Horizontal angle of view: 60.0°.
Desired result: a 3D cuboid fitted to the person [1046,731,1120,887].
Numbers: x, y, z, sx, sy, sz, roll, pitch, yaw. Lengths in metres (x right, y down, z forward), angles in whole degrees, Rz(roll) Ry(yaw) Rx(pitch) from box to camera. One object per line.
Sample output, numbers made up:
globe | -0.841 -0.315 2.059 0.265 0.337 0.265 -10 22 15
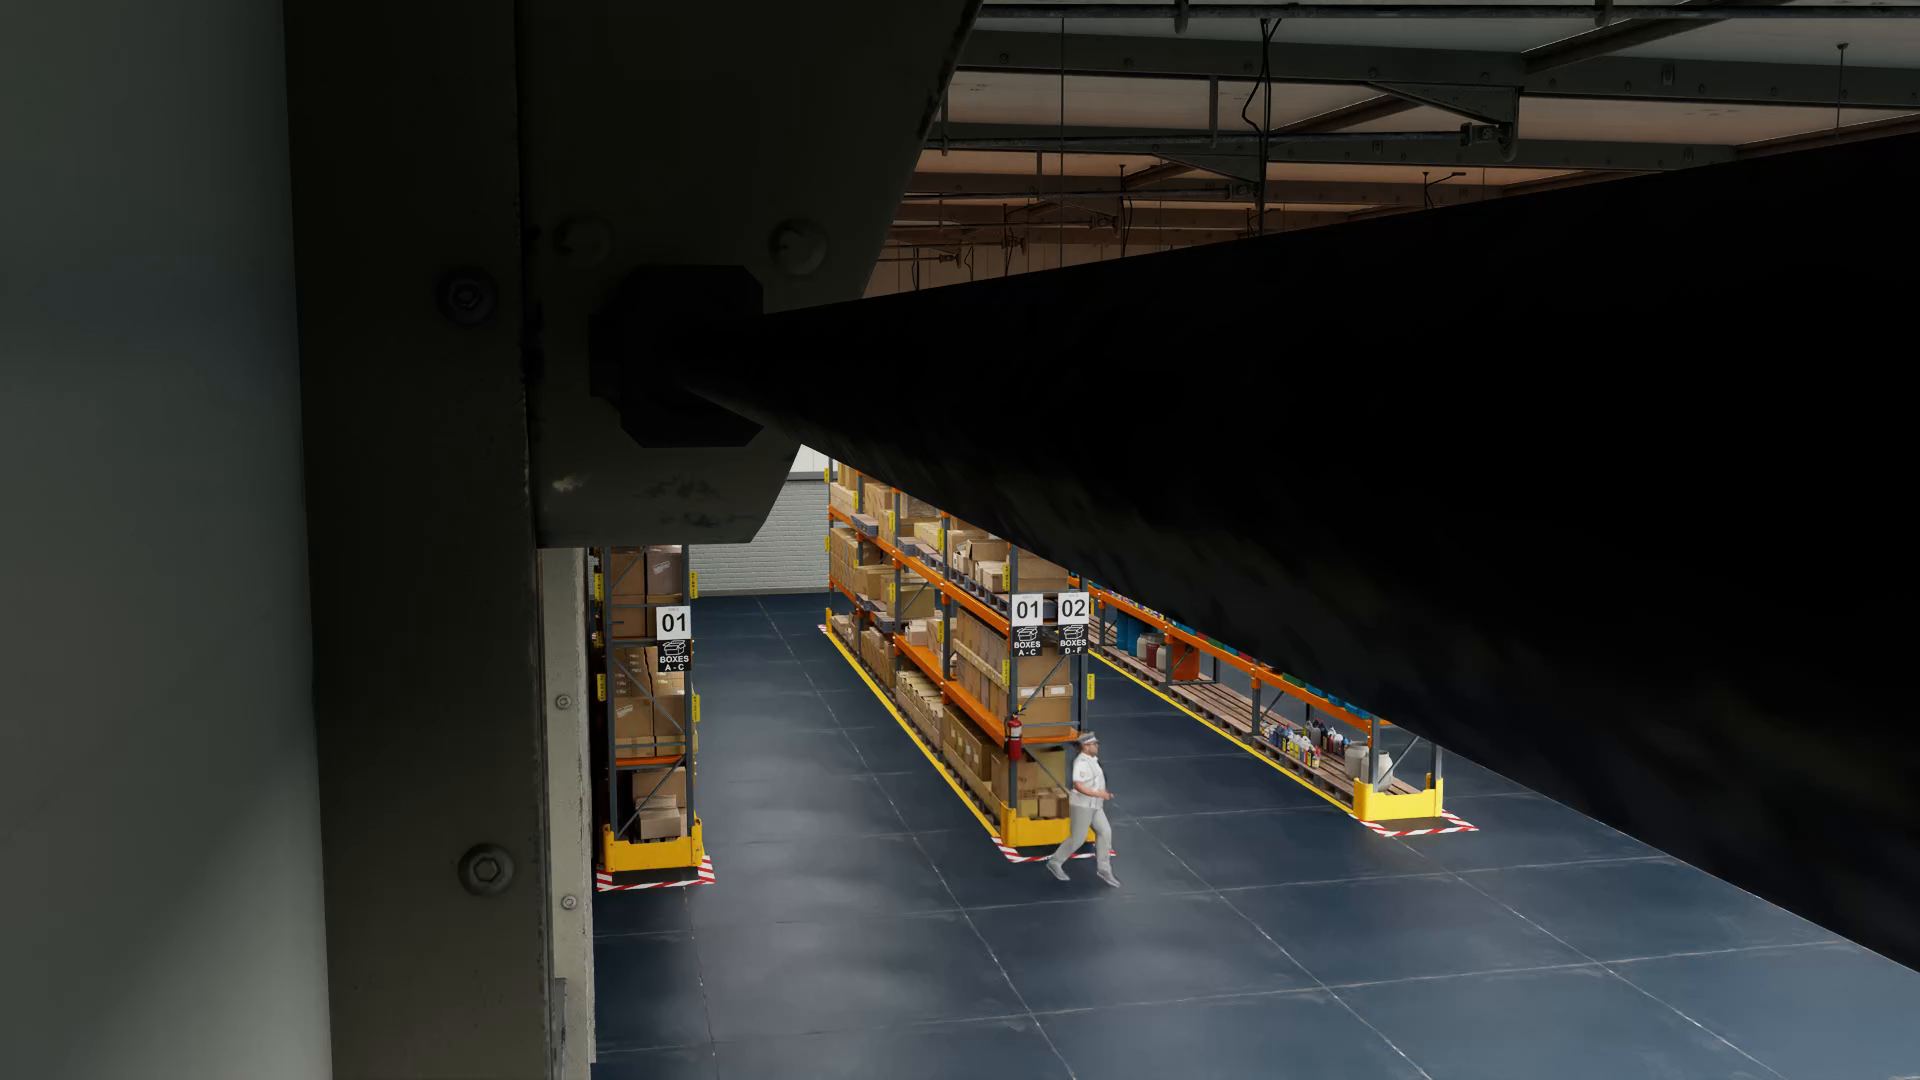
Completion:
person | 1.487 3.143 19.562 0.882 1.815 0.703 3 7 22
